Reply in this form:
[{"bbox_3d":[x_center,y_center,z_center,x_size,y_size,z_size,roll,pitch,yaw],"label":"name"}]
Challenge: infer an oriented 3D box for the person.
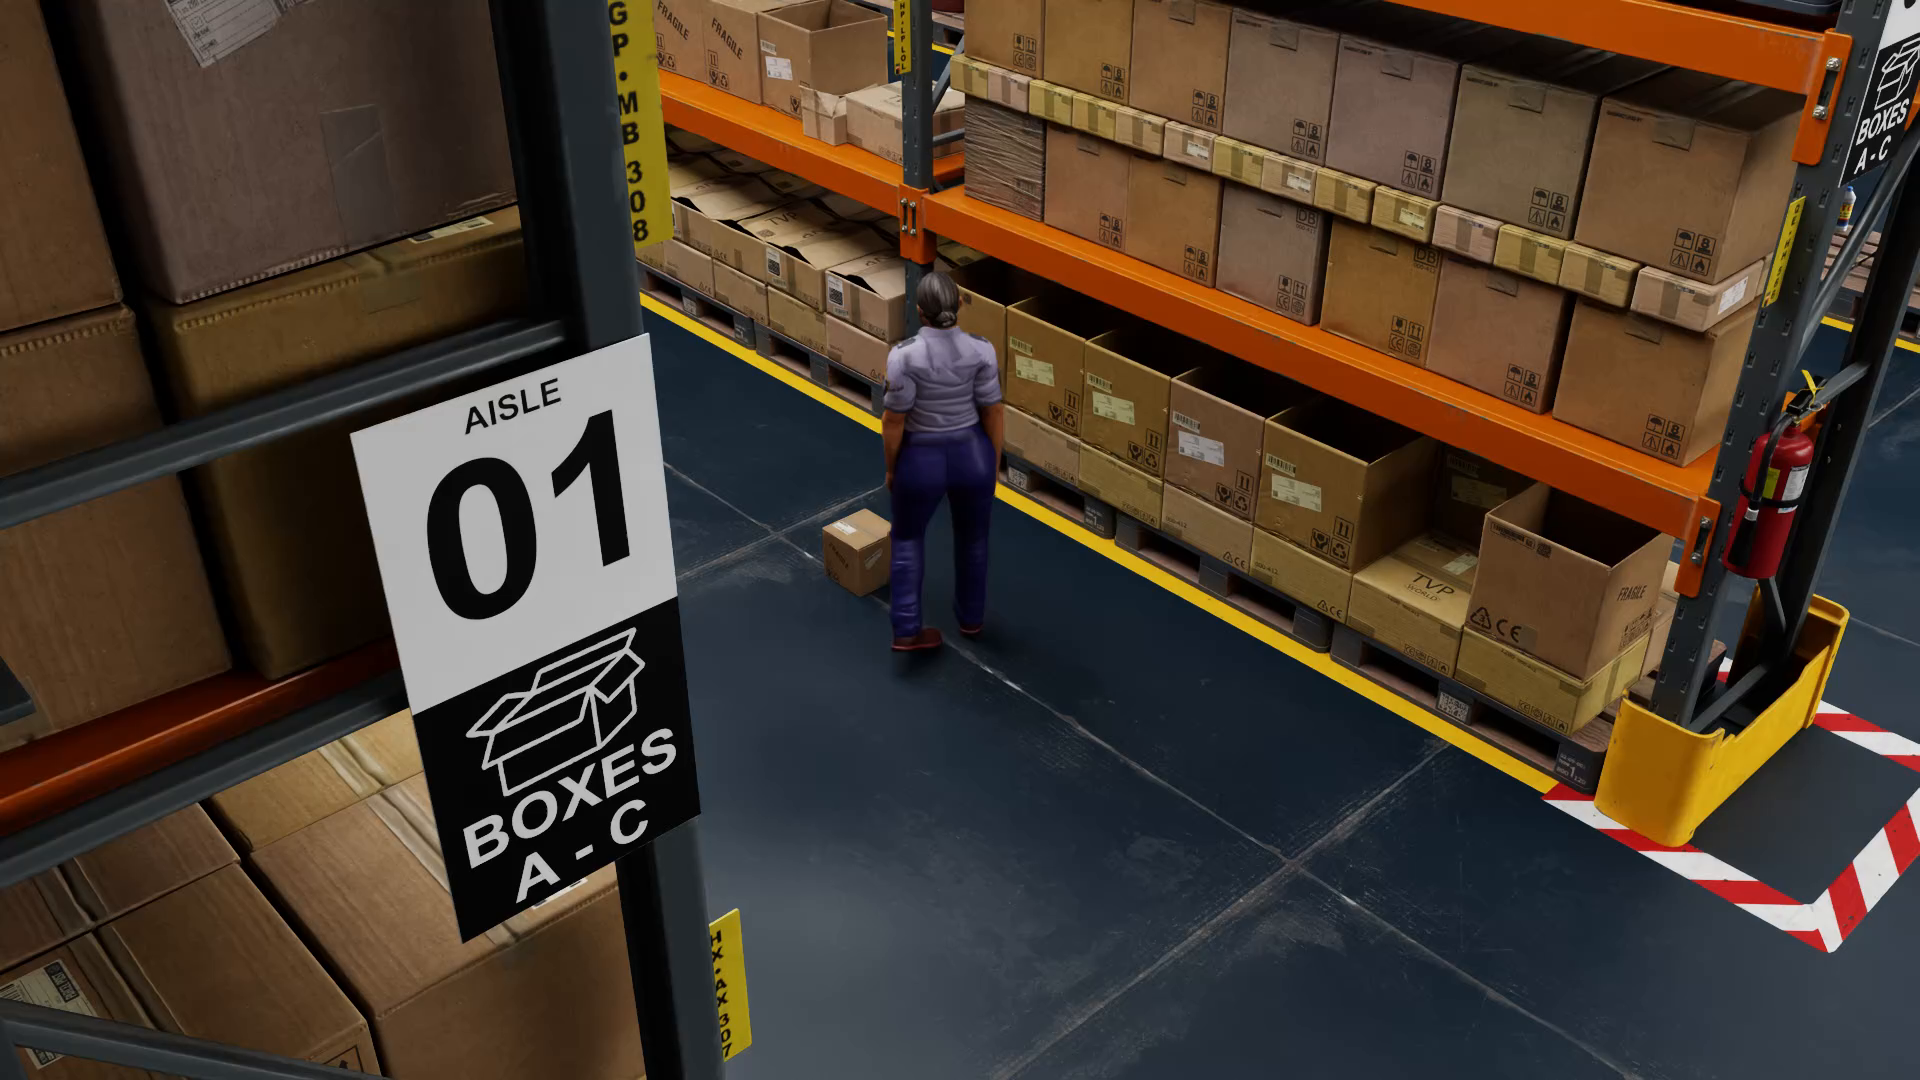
[{"bbox_3d":[-0.073,-0.305,6.617,0.481,1.641,0.497,-4,32,-7],"label":"person"}]
